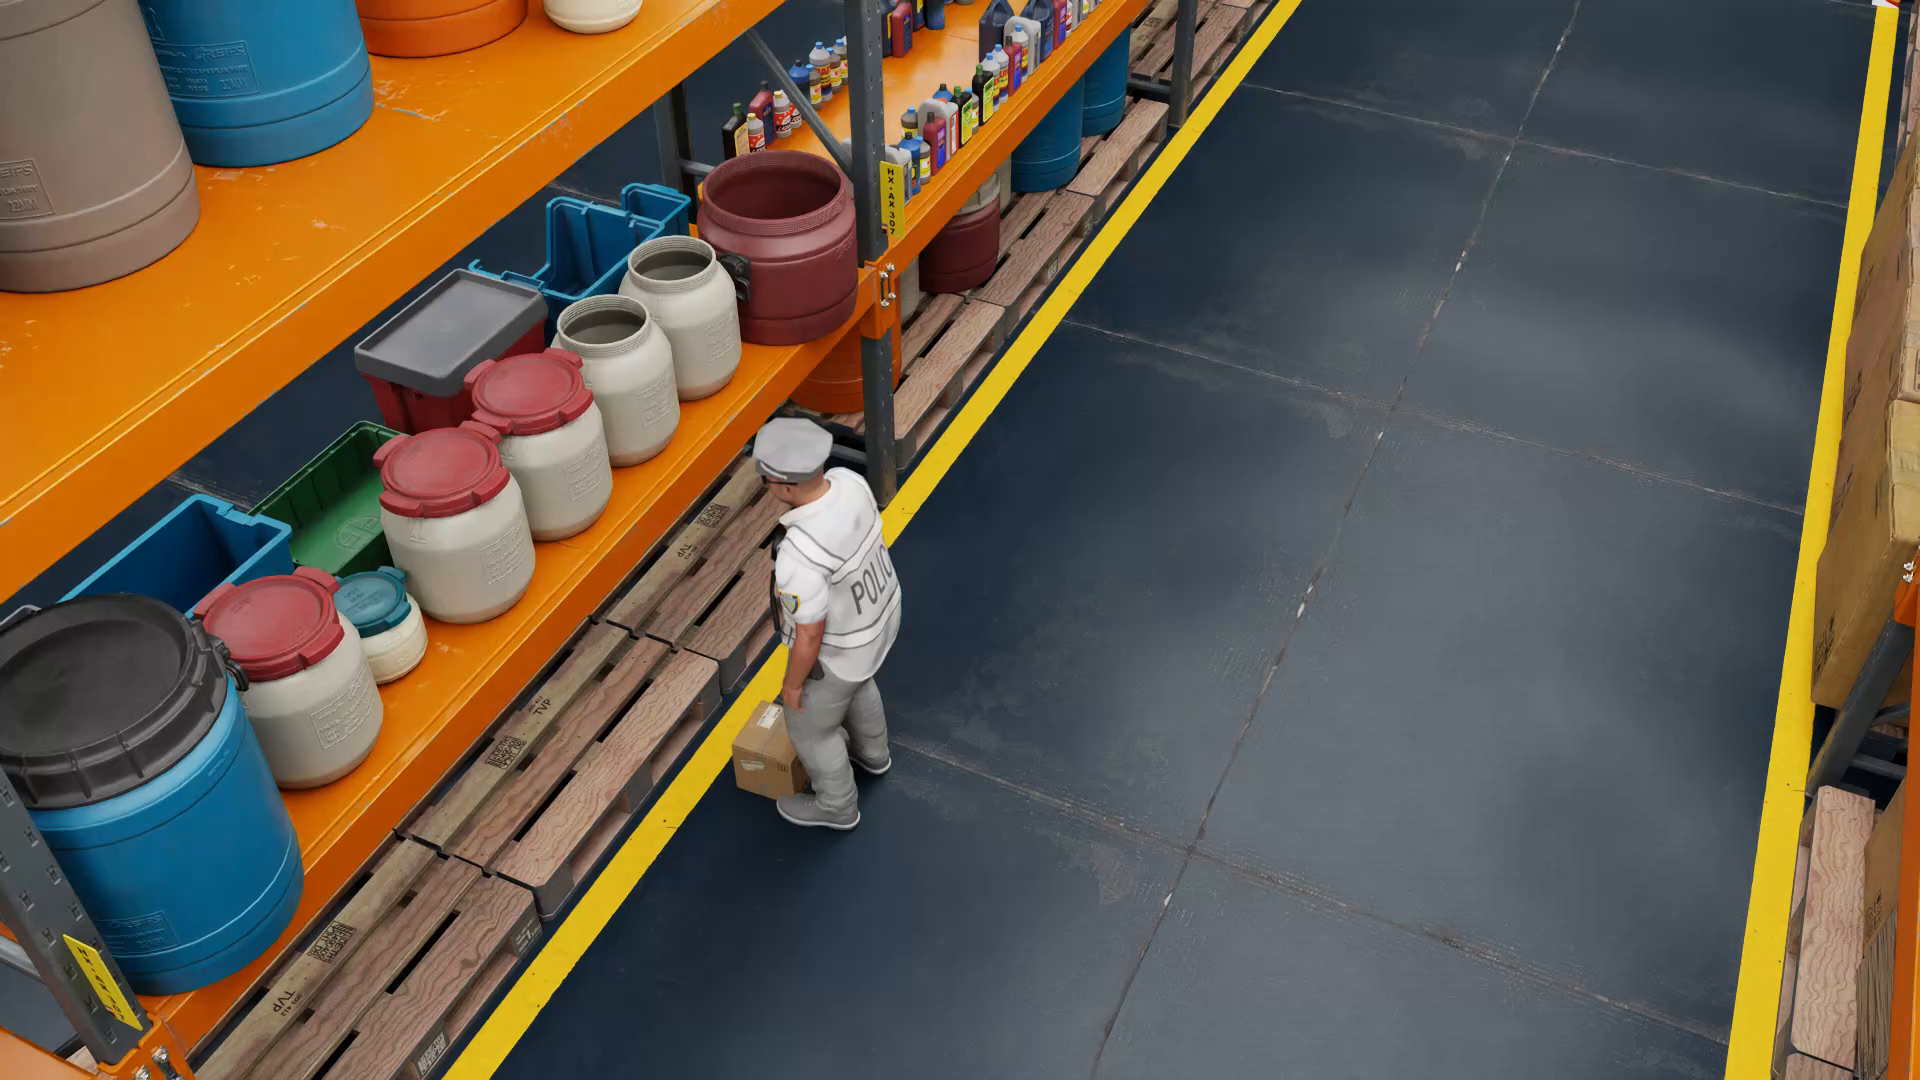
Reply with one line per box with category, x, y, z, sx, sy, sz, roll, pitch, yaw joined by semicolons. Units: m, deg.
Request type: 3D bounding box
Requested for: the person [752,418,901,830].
person;-0.440;0.327;5.788;0.437;1.747;0.596;15;44;16
